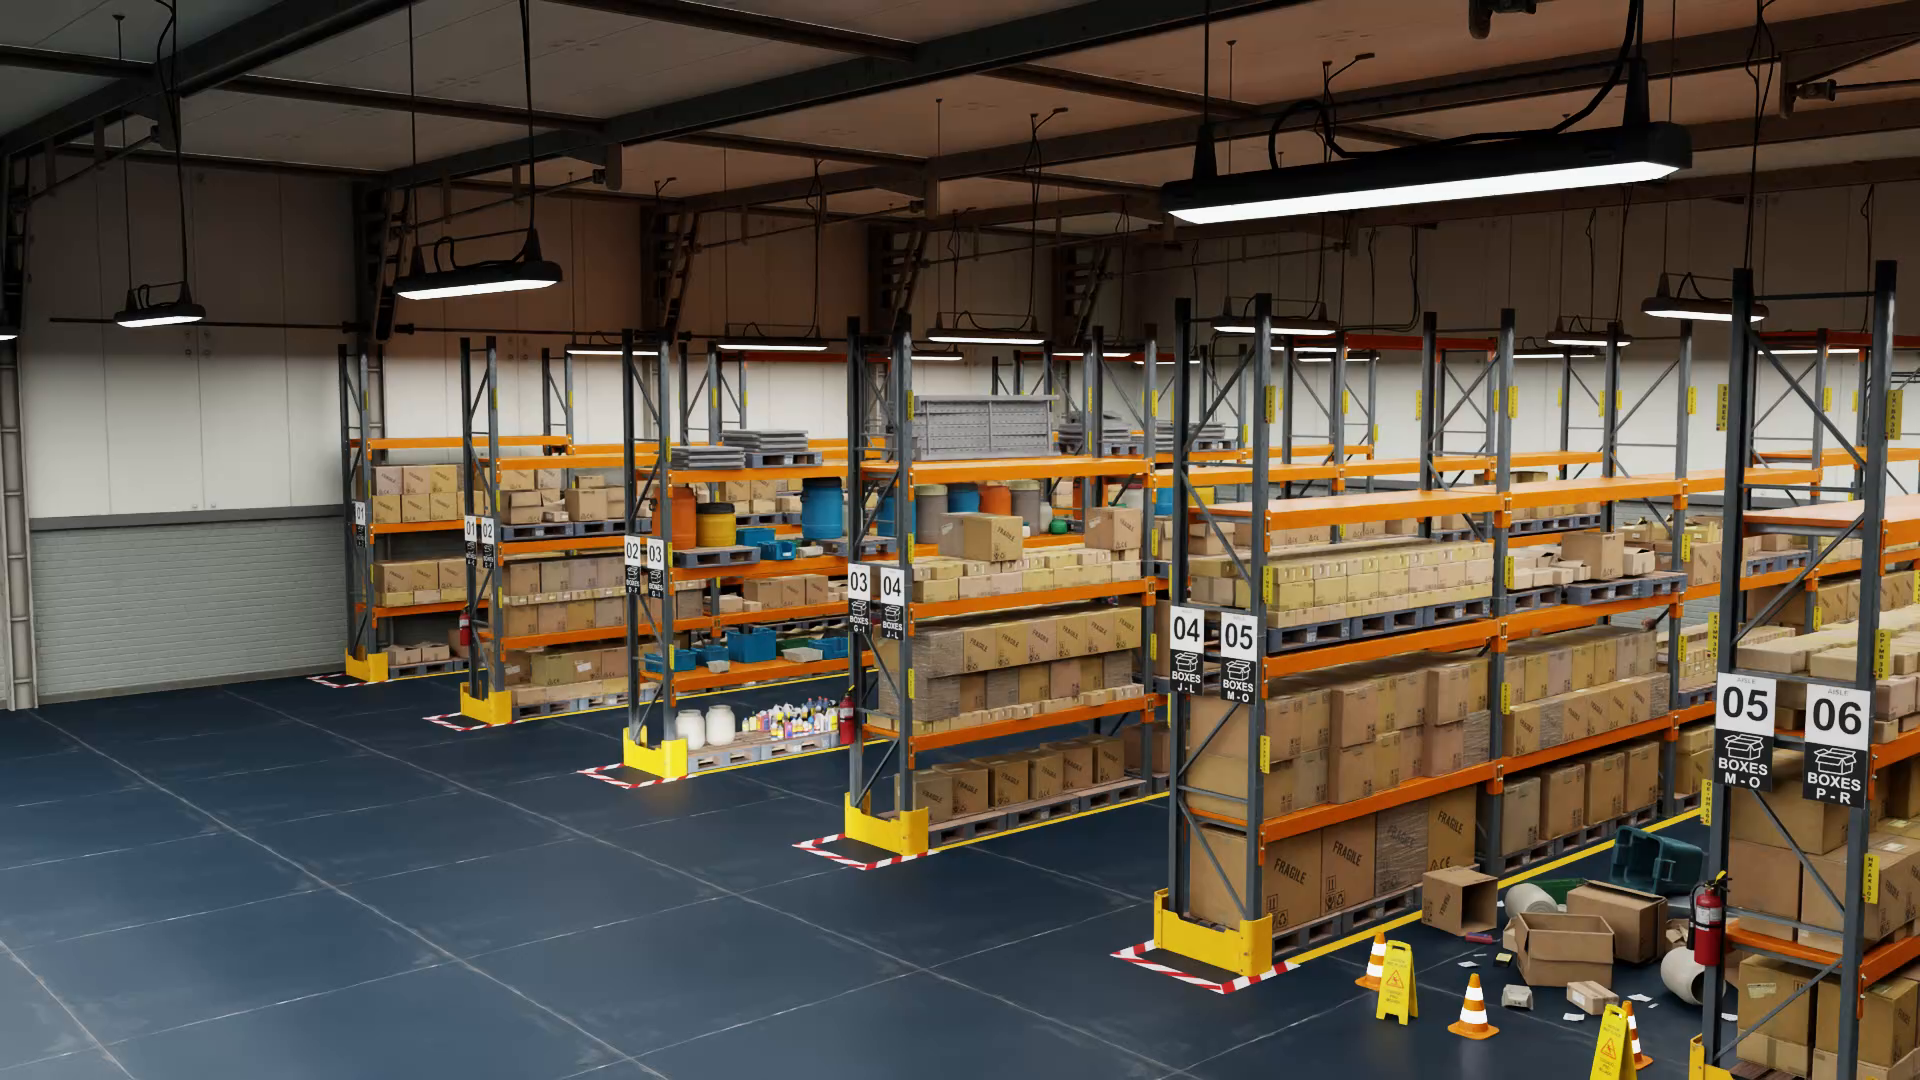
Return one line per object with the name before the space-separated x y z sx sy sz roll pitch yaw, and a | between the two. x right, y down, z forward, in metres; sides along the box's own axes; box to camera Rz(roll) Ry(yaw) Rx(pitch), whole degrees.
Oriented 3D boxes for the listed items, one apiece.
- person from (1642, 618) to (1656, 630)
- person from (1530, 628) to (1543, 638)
person | 10.959 2.001 26.487 0.972 1.540 0.402 -5 7 -42
person | 8.367 2.143 24.224 0.547 1.723 0.582 -3 6 -34
